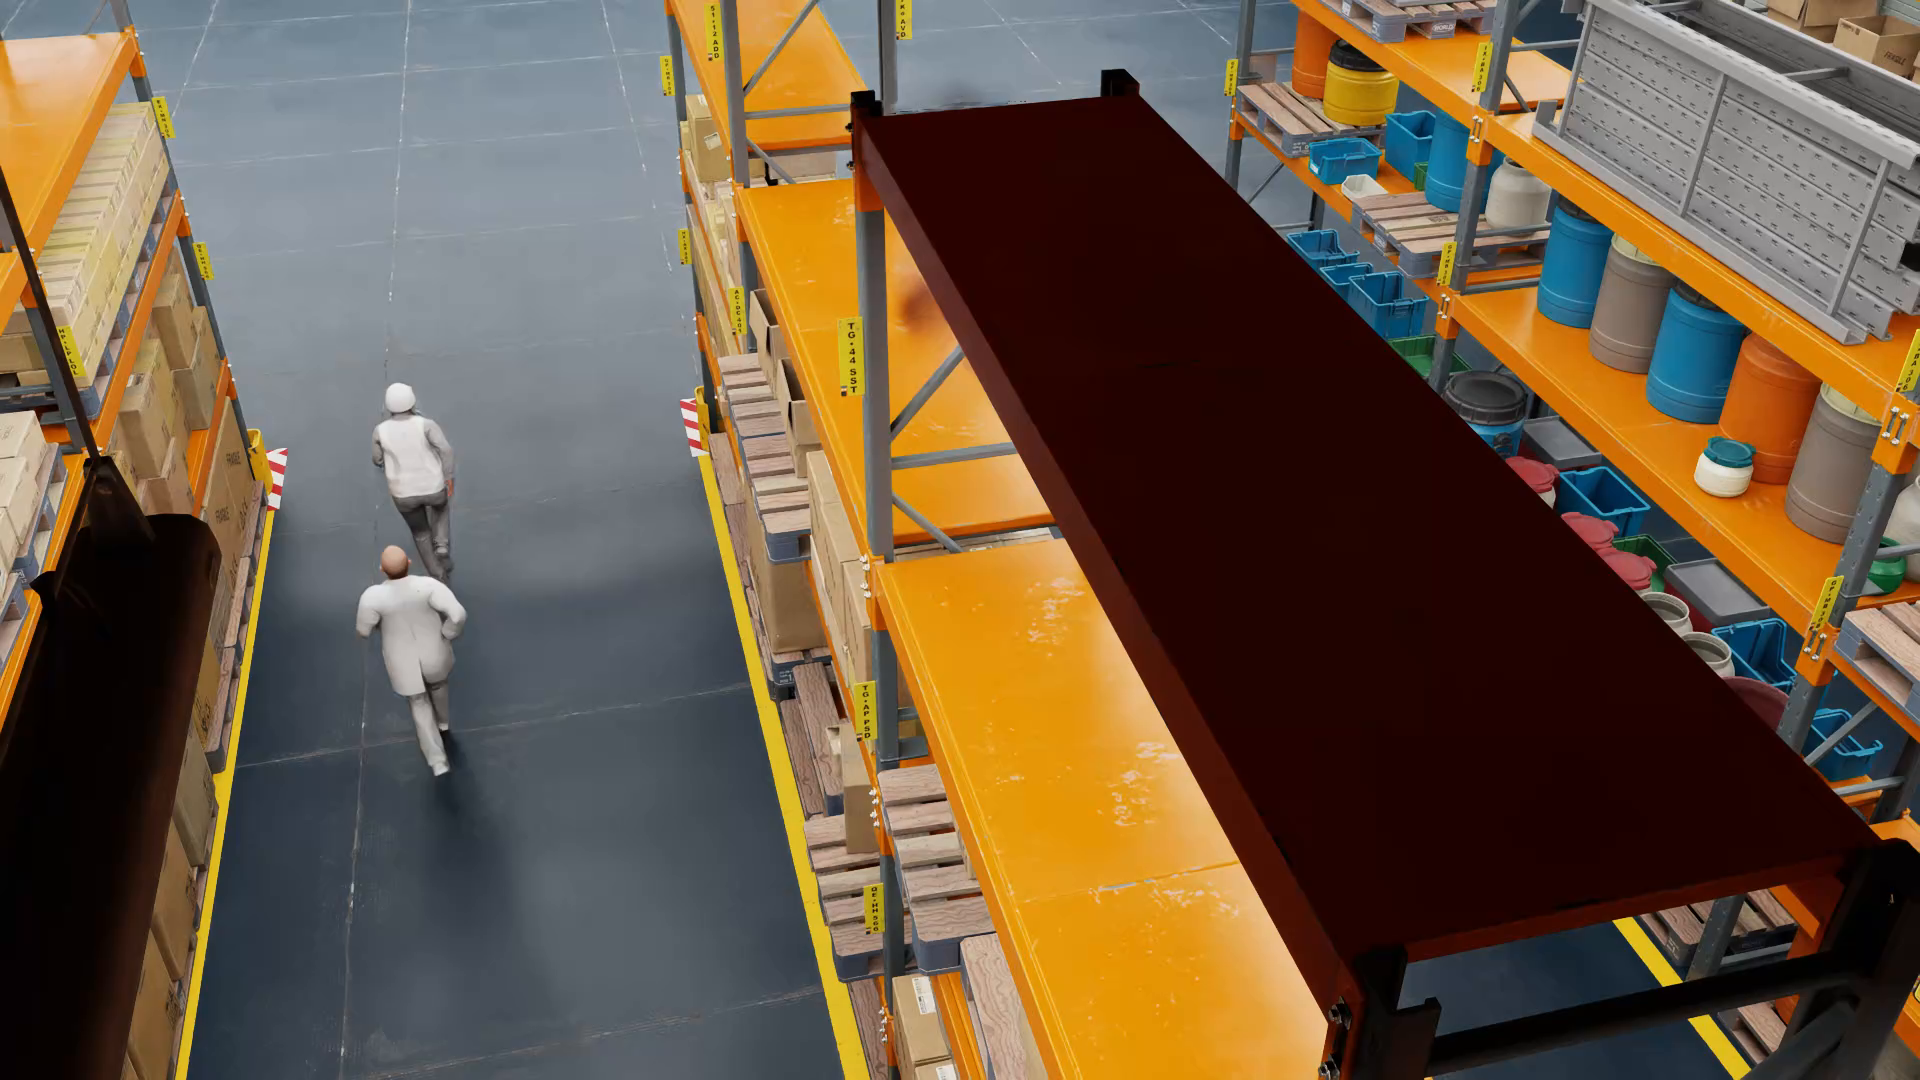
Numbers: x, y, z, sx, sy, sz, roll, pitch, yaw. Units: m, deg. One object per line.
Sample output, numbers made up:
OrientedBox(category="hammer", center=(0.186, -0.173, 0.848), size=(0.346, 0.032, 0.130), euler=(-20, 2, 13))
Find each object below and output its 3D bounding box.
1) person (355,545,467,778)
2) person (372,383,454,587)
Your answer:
OrientedBox(category="person", center=(-3.690, 0.798, 11.333), size=(0.703, 1.802, 1.034), euler=(-14, 37, -20))
OrientedBox(category="person", center=(-4.298, -0.457, 13.214), size=(0.618, 1.697, 0.737), euler=(-11, 36, -16))
